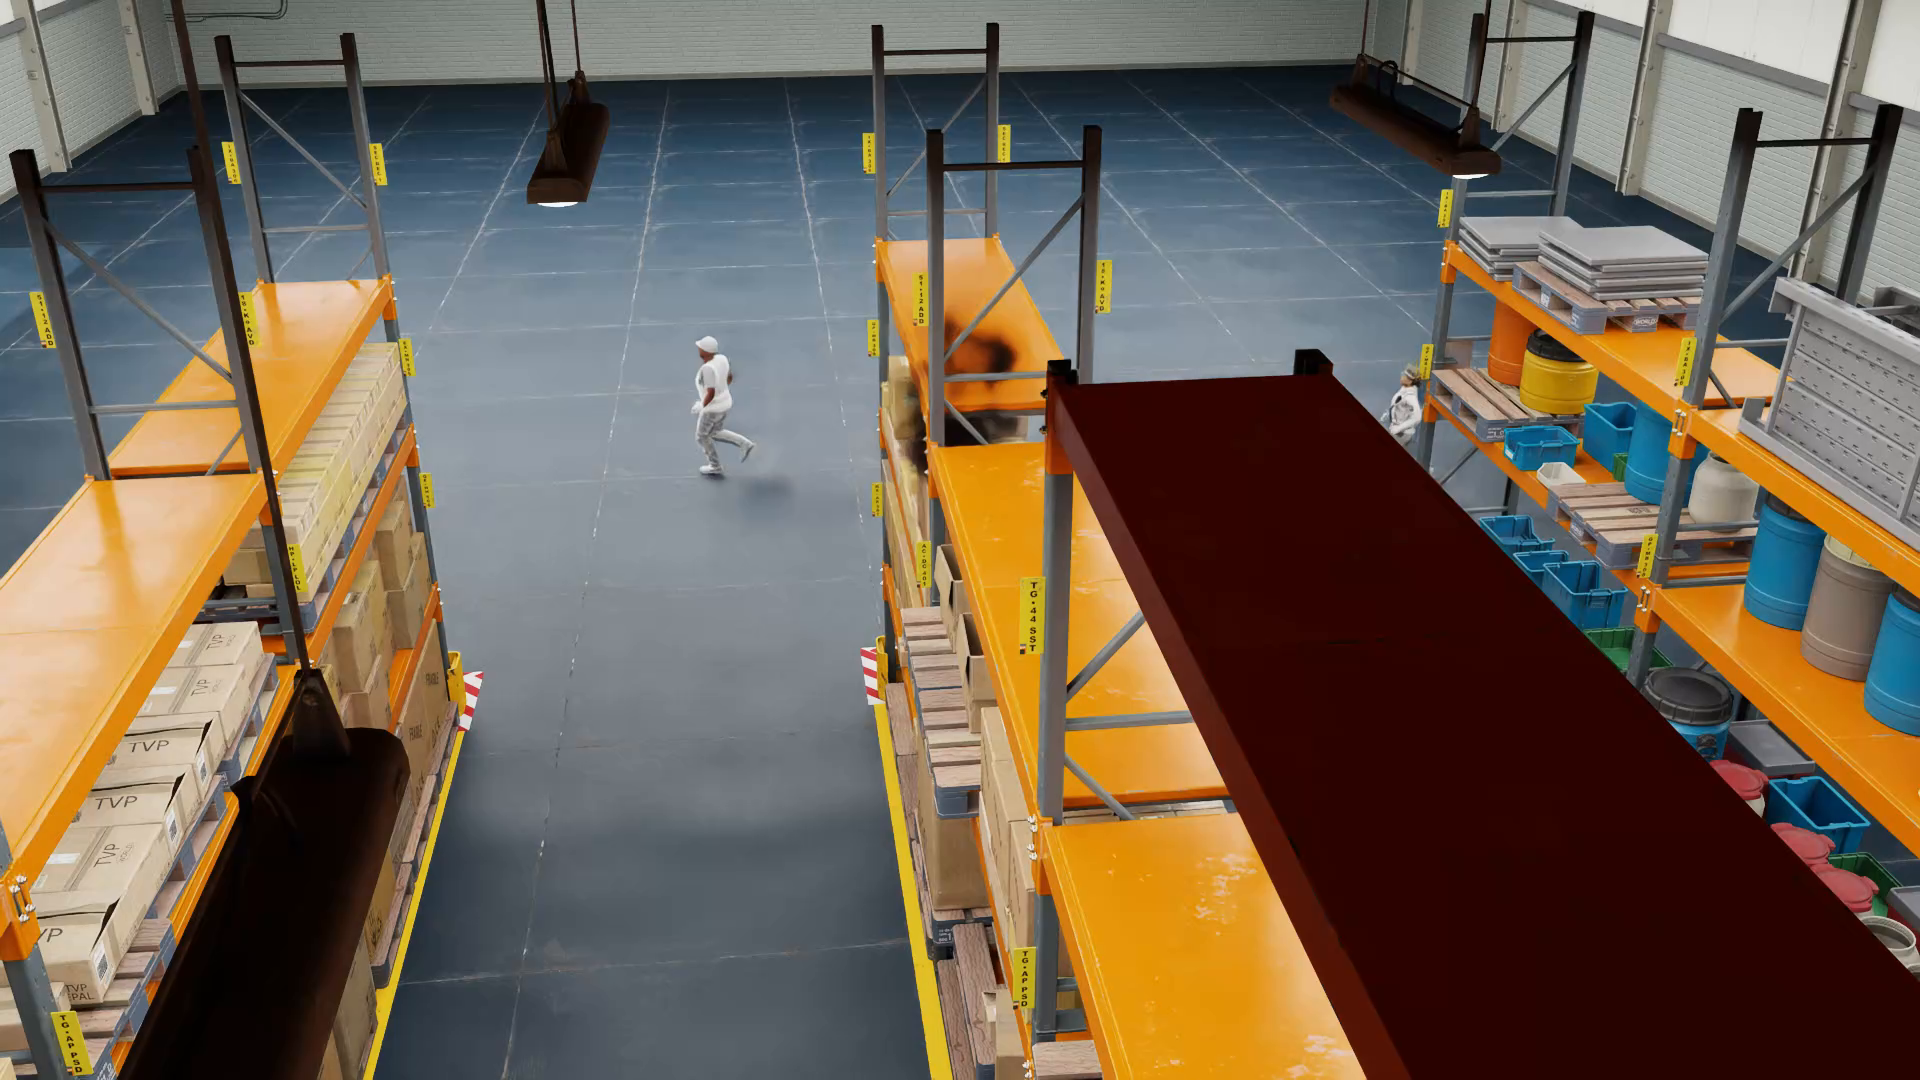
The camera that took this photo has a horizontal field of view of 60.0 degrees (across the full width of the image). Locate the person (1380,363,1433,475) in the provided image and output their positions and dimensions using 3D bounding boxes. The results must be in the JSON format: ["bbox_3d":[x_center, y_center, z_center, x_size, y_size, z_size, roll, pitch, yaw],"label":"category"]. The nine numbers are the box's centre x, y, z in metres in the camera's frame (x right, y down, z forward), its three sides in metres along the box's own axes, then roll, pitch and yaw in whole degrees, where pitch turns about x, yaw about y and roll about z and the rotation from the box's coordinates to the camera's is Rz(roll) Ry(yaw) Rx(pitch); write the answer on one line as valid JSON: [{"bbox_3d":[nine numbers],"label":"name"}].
[{"bbox_3d":[5.137,-1.234,19.180,0.729,1.661,0.615,7,26,14],"label":"person"}]

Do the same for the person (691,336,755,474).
[{"bbox_3d":[-2.848,-1.586,19.829,0.695,1.733,0.669,7,26,15],"label":"person"}]
